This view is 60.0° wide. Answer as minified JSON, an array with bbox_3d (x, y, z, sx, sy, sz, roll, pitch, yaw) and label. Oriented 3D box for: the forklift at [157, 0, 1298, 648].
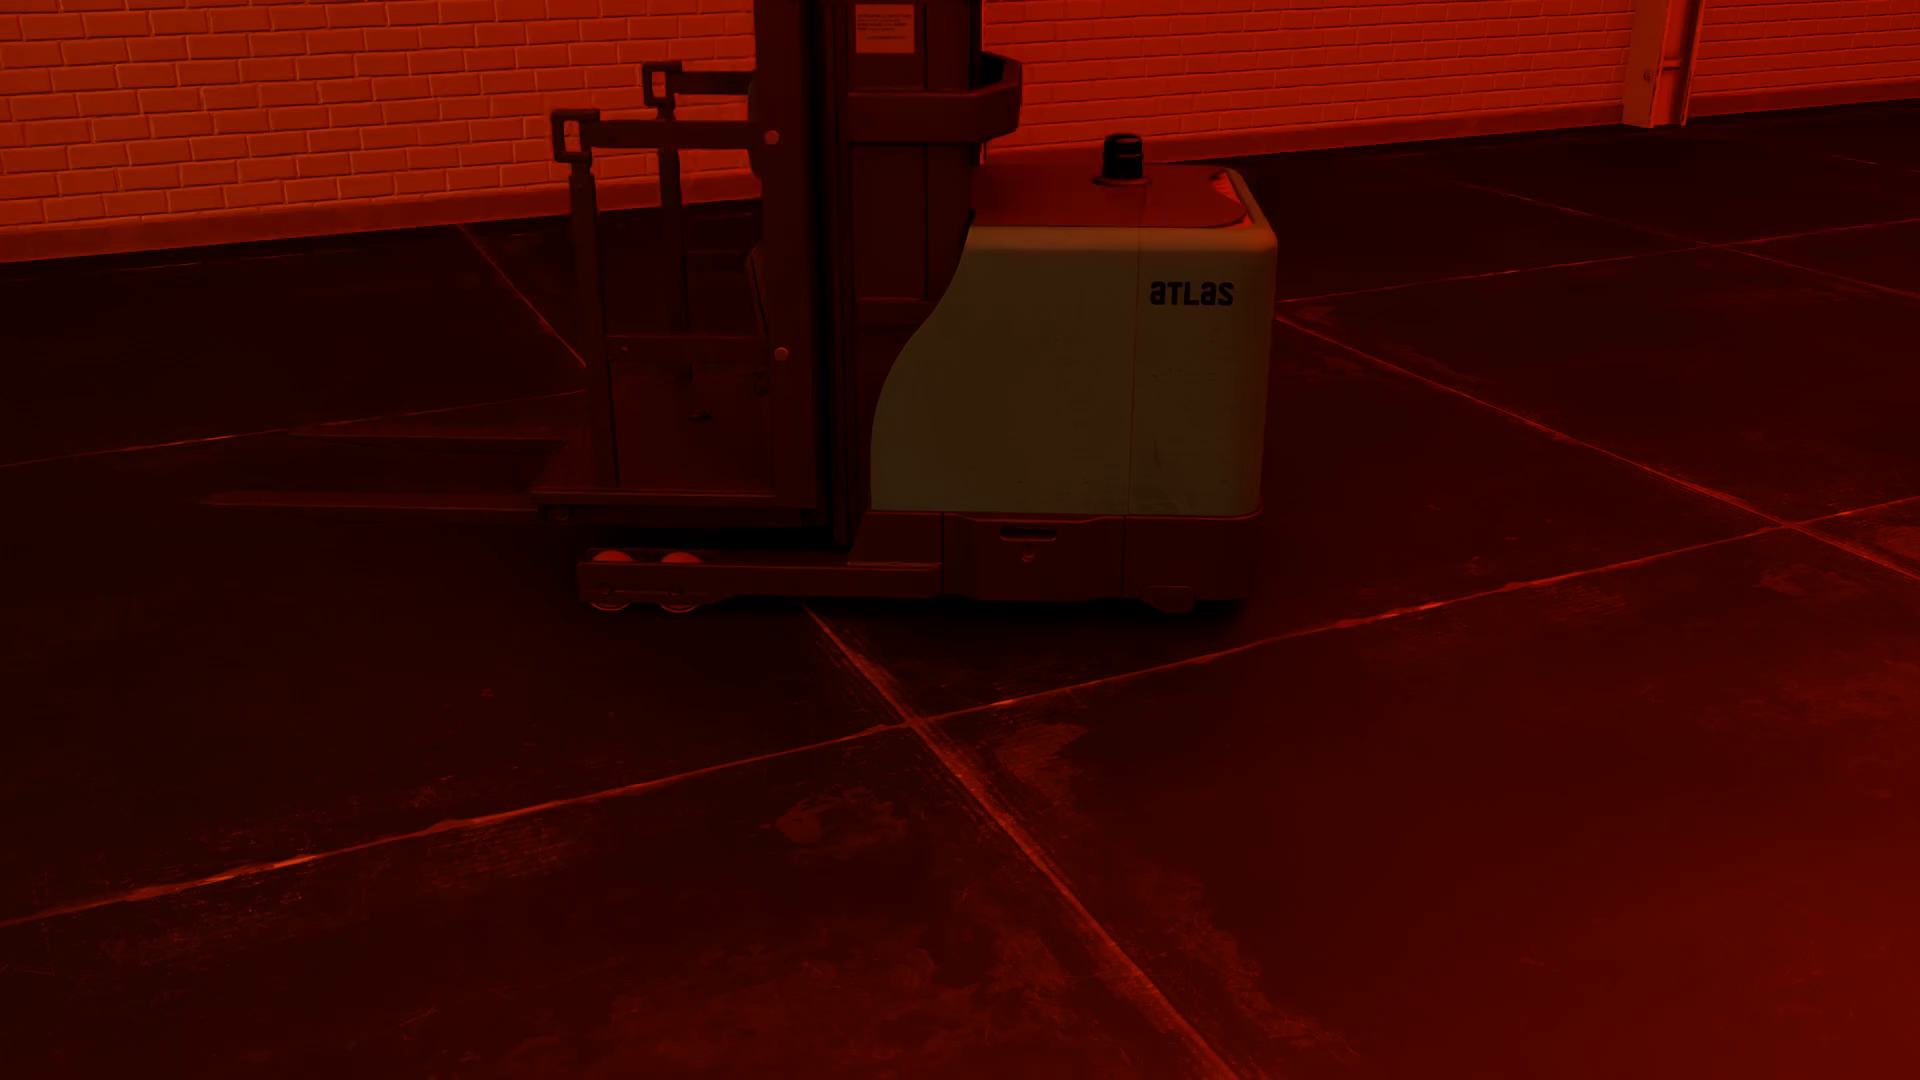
[{"bbox_3d":[-0.653,-1.289,4.388,3.031,2.935,1.130,-5,23,-11],"label":"forklift"}]
